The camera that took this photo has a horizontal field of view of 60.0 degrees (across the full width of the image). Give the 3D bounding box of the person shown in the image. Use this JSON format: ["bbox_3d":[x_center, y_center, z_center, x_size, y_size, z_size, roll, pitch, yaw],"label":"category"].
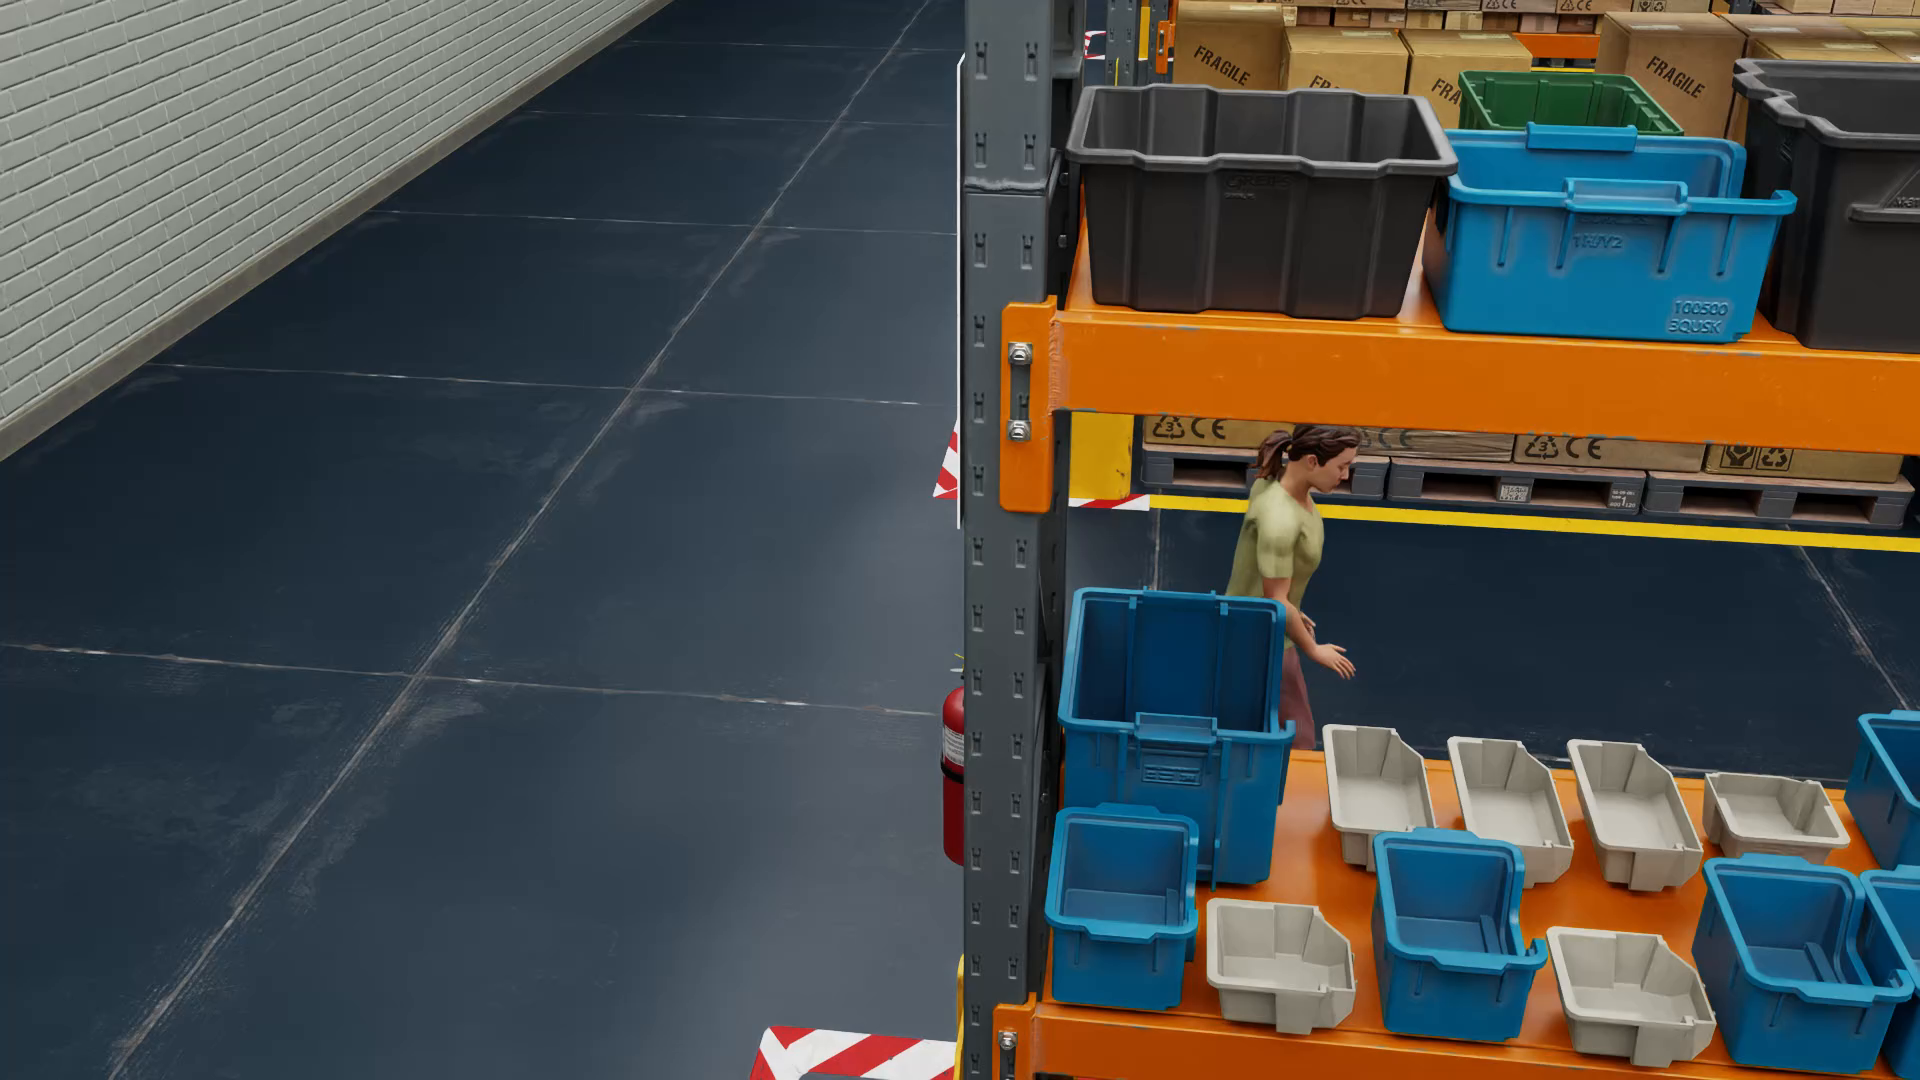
[{"bbox_3d":[1.051,0.336,5.478,0.510,1.667,0.478,8,29,14],"label":"person"}]
